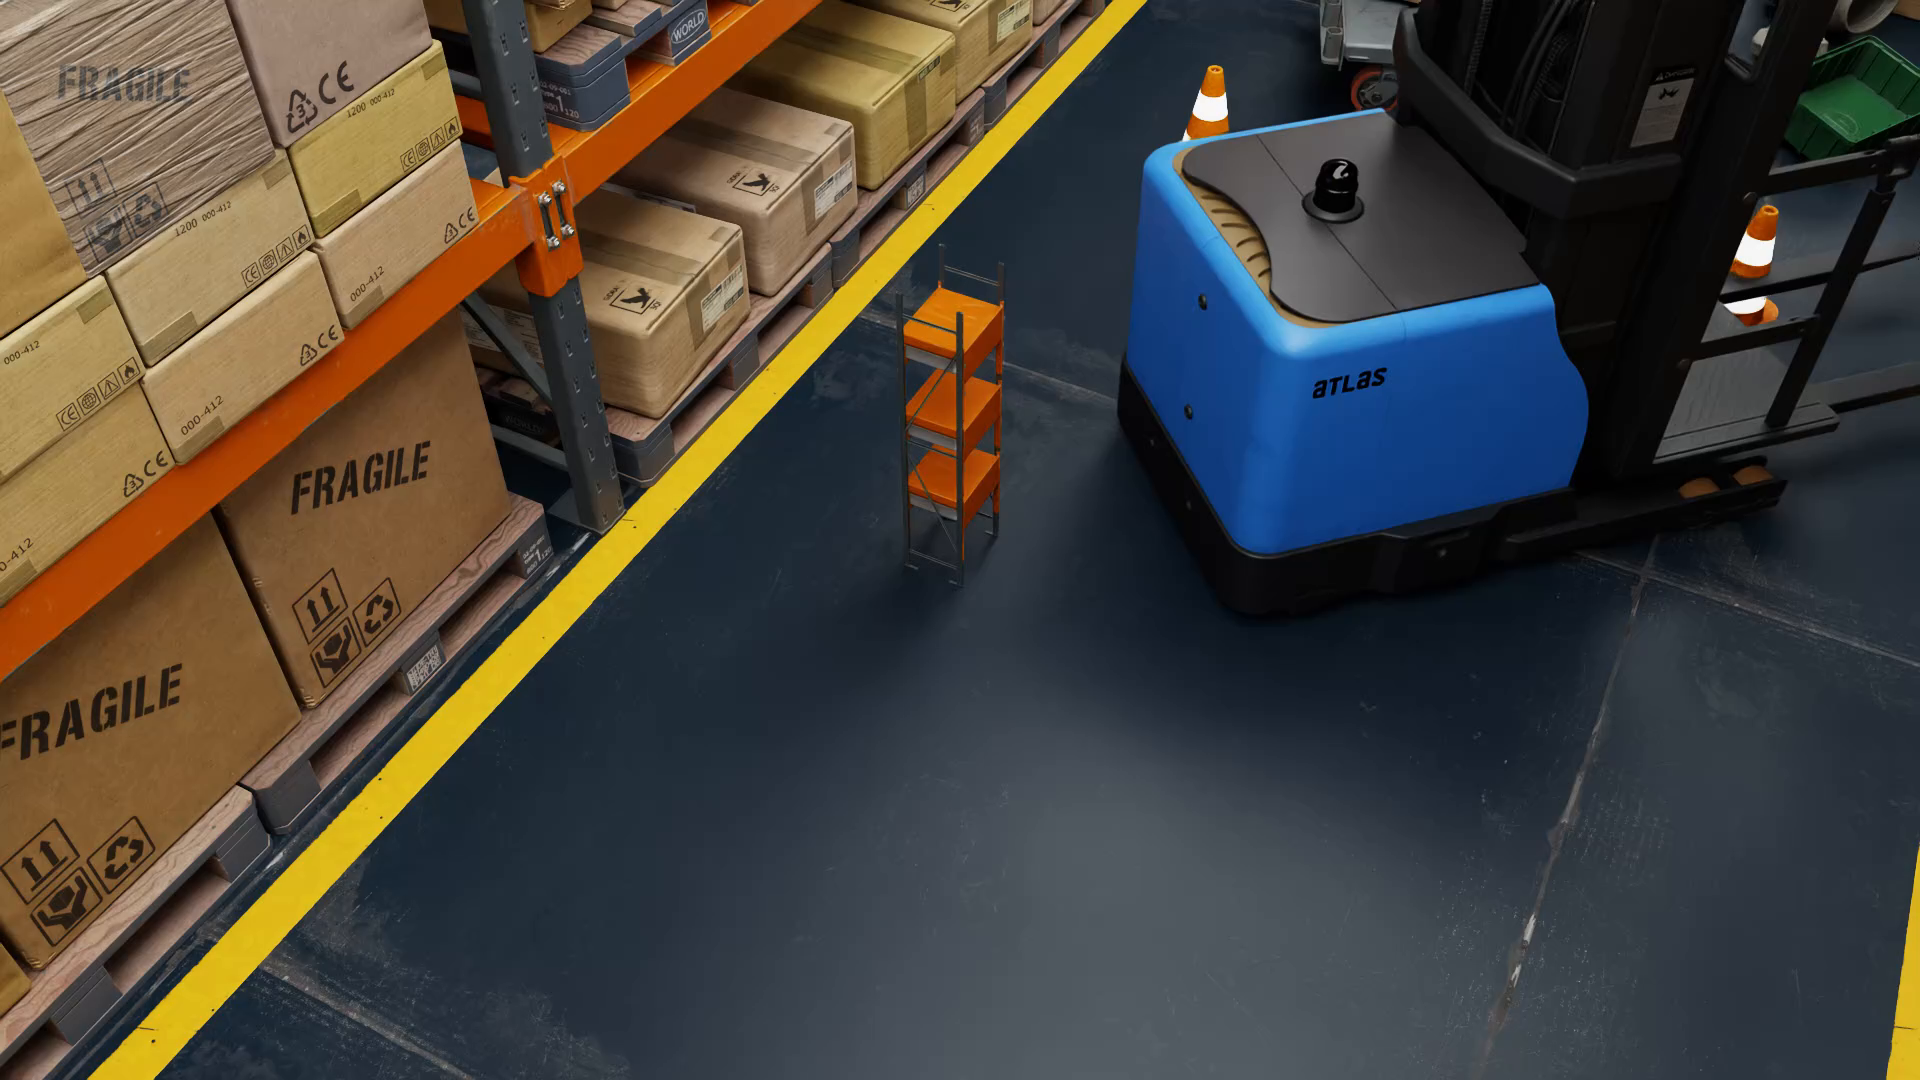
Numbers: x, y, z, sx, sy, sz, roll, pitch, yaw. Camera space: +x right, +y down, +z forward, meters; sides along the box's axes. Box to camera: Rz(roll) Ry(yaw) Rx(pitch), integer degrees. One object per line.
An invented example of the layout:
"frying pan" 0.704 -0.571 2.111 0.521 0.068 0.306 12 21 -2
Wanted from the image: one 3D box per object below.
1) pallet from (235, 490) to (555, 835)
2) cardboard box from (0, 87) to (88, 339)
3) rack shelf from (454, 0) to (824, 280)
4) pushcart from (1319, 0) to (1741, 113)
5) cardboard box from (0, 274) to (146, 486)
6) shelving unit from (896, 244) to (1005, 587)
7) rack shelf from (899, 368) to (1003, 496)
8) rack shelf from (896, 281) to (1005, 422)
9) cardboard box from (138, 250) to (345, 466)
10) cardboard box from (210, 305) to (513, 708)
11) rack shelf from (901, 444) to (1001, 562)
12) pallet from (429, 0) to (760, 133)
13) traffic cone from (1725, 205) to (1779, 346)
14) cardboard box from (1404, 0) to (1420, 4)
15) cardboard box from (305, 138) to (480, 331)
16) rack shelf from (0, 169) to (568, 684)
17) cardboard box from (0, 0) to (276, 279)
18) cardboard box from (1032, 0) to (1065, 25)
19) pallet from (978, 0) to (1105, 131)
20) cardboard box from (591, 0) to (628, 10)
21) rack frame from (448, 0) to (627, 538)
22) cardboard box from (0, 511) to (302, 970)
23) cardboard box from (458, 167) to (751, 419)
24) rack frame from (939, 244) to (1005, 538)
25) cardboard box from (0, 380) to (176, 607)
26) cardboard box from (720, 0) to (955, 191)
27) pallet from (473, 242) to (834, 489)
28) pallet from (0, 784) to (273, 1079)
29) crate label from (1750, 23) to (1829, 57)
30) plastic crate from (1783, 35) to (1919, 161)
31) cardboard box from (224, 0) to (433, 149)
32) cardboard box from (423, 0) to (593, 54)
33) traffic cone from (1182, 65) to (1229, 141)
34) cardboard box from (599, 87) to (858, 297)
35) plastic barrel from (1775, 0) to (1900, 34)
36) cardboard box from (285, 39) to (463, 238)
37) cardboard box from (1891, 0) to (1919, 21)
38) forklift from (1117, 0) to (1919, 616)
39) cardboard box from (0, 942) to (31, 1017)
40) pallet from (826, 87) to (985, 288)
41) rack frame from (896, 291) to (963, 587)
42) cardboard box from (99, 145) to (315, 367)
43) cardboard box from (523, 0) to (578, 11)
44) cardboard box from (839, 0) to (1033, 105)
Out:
"pallet" -1.973 0.186 4.918 1.003 0.211 1.213 20 49 19
"cardboard box" -2.016 -0.604 2.965 0.500 0.500 0.500 20 49 19
"rack shelf" -0.612 -2.273 5.894 1.077 0.370 4.000 20 49 19
"pushcart" 2.359 -2.143 7.103 1.648 0.377 0.936 5 46 5
"cardboard box" -1.995 -0.347 3.238 0.500 0.250 0.500 19 48 18
"shelving unit" -0.025 -0.335 4.843 0.215 1.050 0.252 20 49 19
"rack shelf" -0.025 -0.328 4.851 0.215 0.259 0.240 20 49 19
"rack shelf" -0.025 -0.527 4.649 0.215 0.259 0.240 20 49 19
"cardboard box" -1.769 -0.482 3.723 0.500 0.250 0.500 21 49 20
"cardboard box" -1.935 -0.259 4.596 0.875 0.875 0.875 20 49 19
"rack shelf" -0.025 -0.133 5.048 0.215 0.259 0.240 20 49 19
"pallet" -1.304 -1.683 4.939 1.213 0.211 1.003 20 49 19
"traffic cone" 2.787 -0.977 5.891 0.336 0.463 0.334 20 49 19
"cardboard box" 1.907 -2.605 6.940 0.500 0.500 0.500 20 49 19
"cardboard box" -1.546 -0.809 4.046 0.500 0.250 0.500 19 48 18
"rack shelf" -2.469 0.247 3.403 1.077 0.370 4.000 20 49 19
"cardboard box" -1.780 -0.915 3.272 0.500 0.500 0.500 21 49 20
"cardboard box" 0.075 -2.679 7.341 0.950 0.372 0.625 21 49 20
"pallet" -0.044 -2.315 7.389 1.003 0.211 1.213 20 49 19
"cardboard box" -1.064 -1.636 4.639 0.380 0.149 0.250 18 48 17
"rack frame" -1.541 -1.266 4.392 1.000 3.000 0.127 20 49 19
"cardboard box" -2.353 0.301 4.042 0.875 0.875 0.875 21 49 20
"cardboard box" -1.270 -0.843 5.526 0.950 0.372 0.625 17 48 16
"rack frame" 0.032 -0.412 4.919 0.200 1.050 0.008 20 49 19
"cardboard box" -2.017 -0.170 3.415 0.500 0.250 0.500 20 49 19
"cardboard box" -0.577 -1.786 6.459 0.950 0.372 0.625 22 49 20
"pallet" -1.177 -0.778 5.870 1.003 0.211 1.213 20 49 19
"pallet" -2.541 0.951 4.161 1.003 0.211 1.213 20 49 19
"crate label" 3.639 -2.159 7.288 0.298 0.136 0.250 -9 46 -9
"plastic crate" 3.668 -1.789 6.846 0.662 0.188 0.450 -24 60 -22
"cardboard box" -1.549 -1.241 3.594 0.500 0.500 0.500 19 48 18
"cardboard box" -1.225 -1.469 4.474 0.380 0.149 0.250 18 48 17
"traffic cone" 0.980 -1.651 6.556 0.336 0.463 0.334 20 49 19
"cardboard box" -0.934 -1.310 5.988 0.950 0.372 0.625 20 49 18
"plastic barrel" 3.915 -2.531 7.454 0.421 0.421 0.512 -16 48 -15
"cardboard box" -1.541 -1.000 3.884 0.500 0.250 0.500 20 49 19
"cardboard box" 4.559 -2.654 7.520 0.500 0.500 0.500 29 52 25
"forklift" 2.100 -1.413 4.586 3.031 2.935 1.130 -12 47 -12
"cardboard box" -2.768 0.864 3.485 0.875 0.875 0.875 22 49 20
"pallet" -0.609 -1.543 6.627 1.003 0.211 1.213 20 49 19
"rack frame" -0.081 -0.258 4.767 0.200 1.050 0.008 20 49 19
"cardboard box" -1.775 -0.676 3.563 0.500 0.250 0.500 19 48 18
"cardboard box" -1.127 -1.761 4.306 0.500 0.500 0.500 19 48 18
"cardboard box" -0.256 -2.225 6.892 0.950 0.372 0.625 23 50 21
